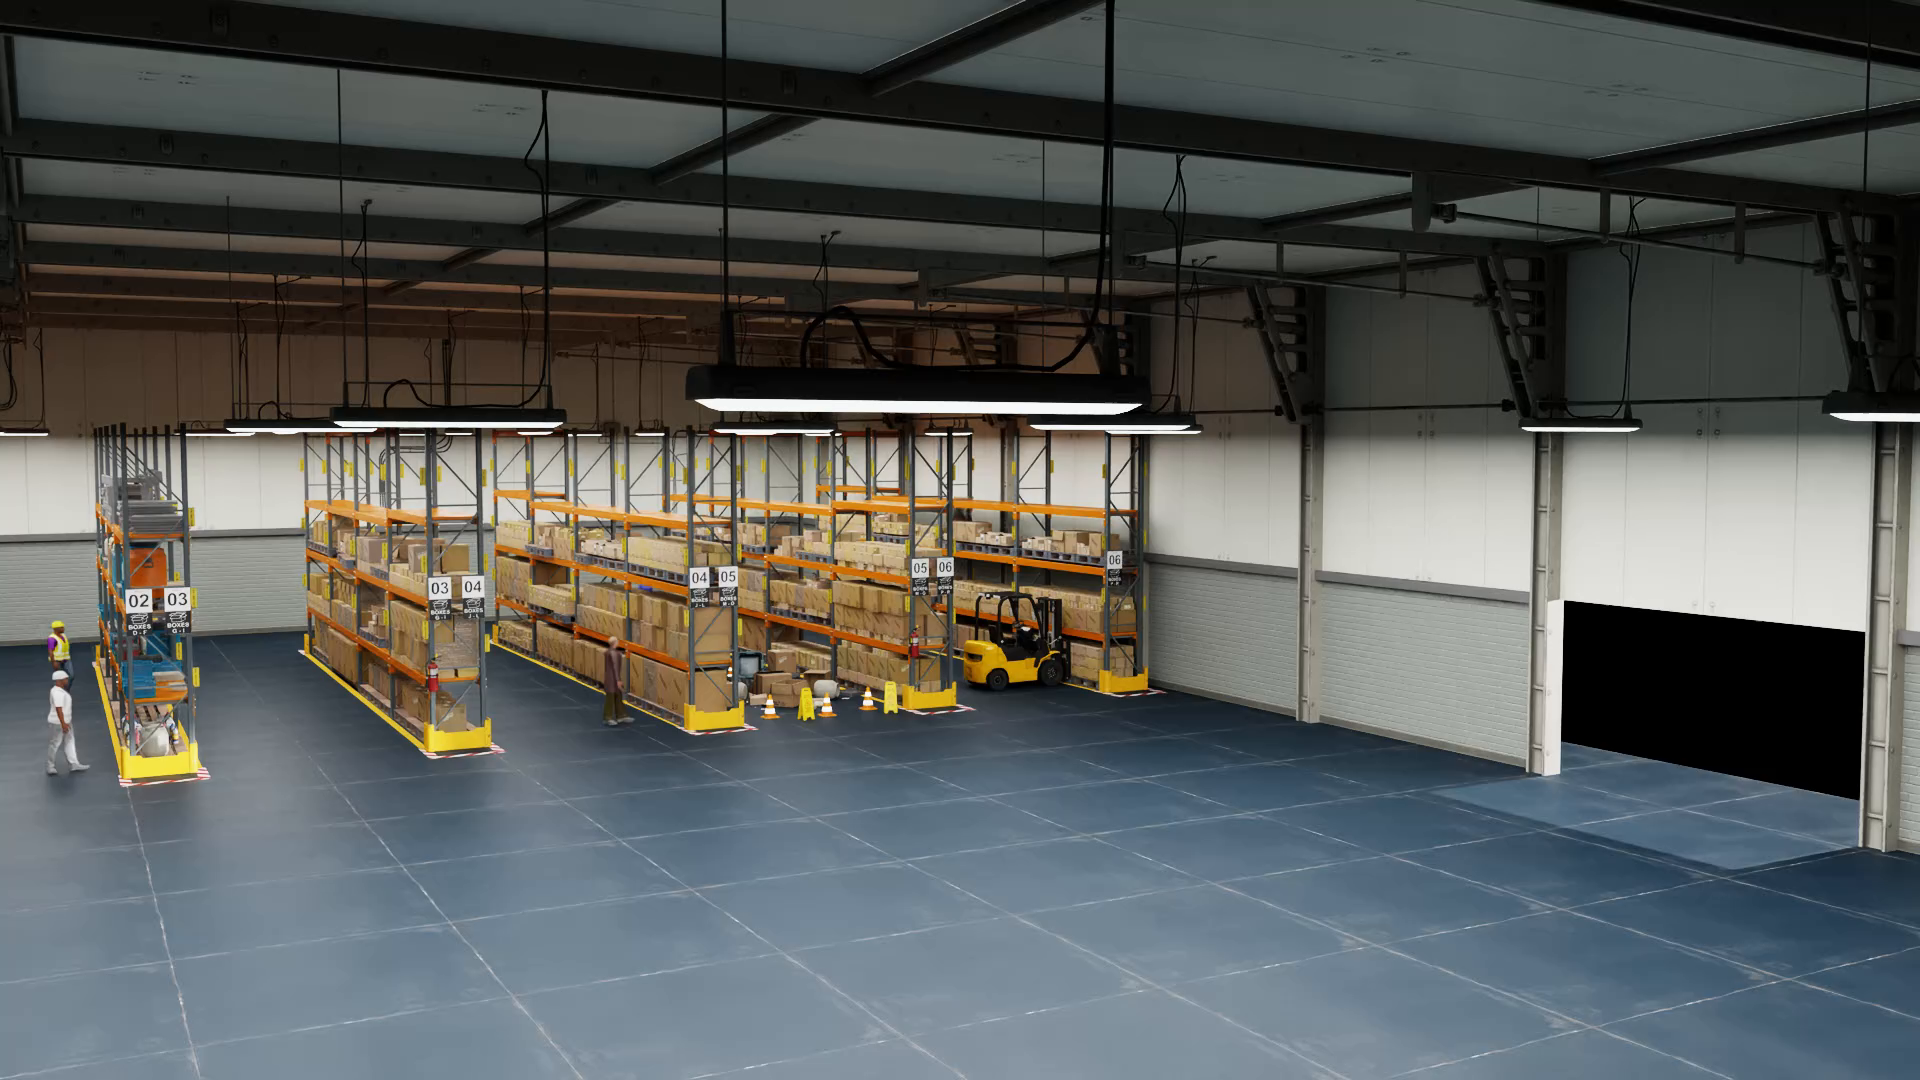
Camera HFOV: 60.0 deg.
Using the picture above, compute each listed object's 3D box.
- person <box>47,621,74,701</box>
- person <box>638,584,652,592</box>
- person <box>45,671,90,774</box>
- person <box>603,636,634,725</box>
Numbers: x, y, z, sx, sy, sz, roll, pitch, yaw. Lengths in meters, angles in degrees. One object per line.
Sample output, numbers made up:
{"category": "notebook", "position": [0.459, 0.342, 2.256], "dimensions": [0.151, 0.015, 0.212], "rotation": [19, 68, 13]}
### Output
{"category": "person", "position": [-19.643, 2.669, 36.296], "dimensions": [0.498, 1.808, 0.589], "rotation": [2, 4, 28]}
{"category": "person", "position": [-9.453, 1.866, 50.140], "dimensions": [0.529, 1.661, 0.409], "rotation": [-1, 4, -15]}
{"category": "person", "position": [-15.369, 3.121, 28.503], "dimensions": [0.654, 1.759, 0.549], "rotation": [0, 3, -5]}
{"category": "person", "position": [-6.874, 2.817, 33.395], "dimensions": [0.620, 1.776, 0.639], "rotation": [-1, 3, -8]}
